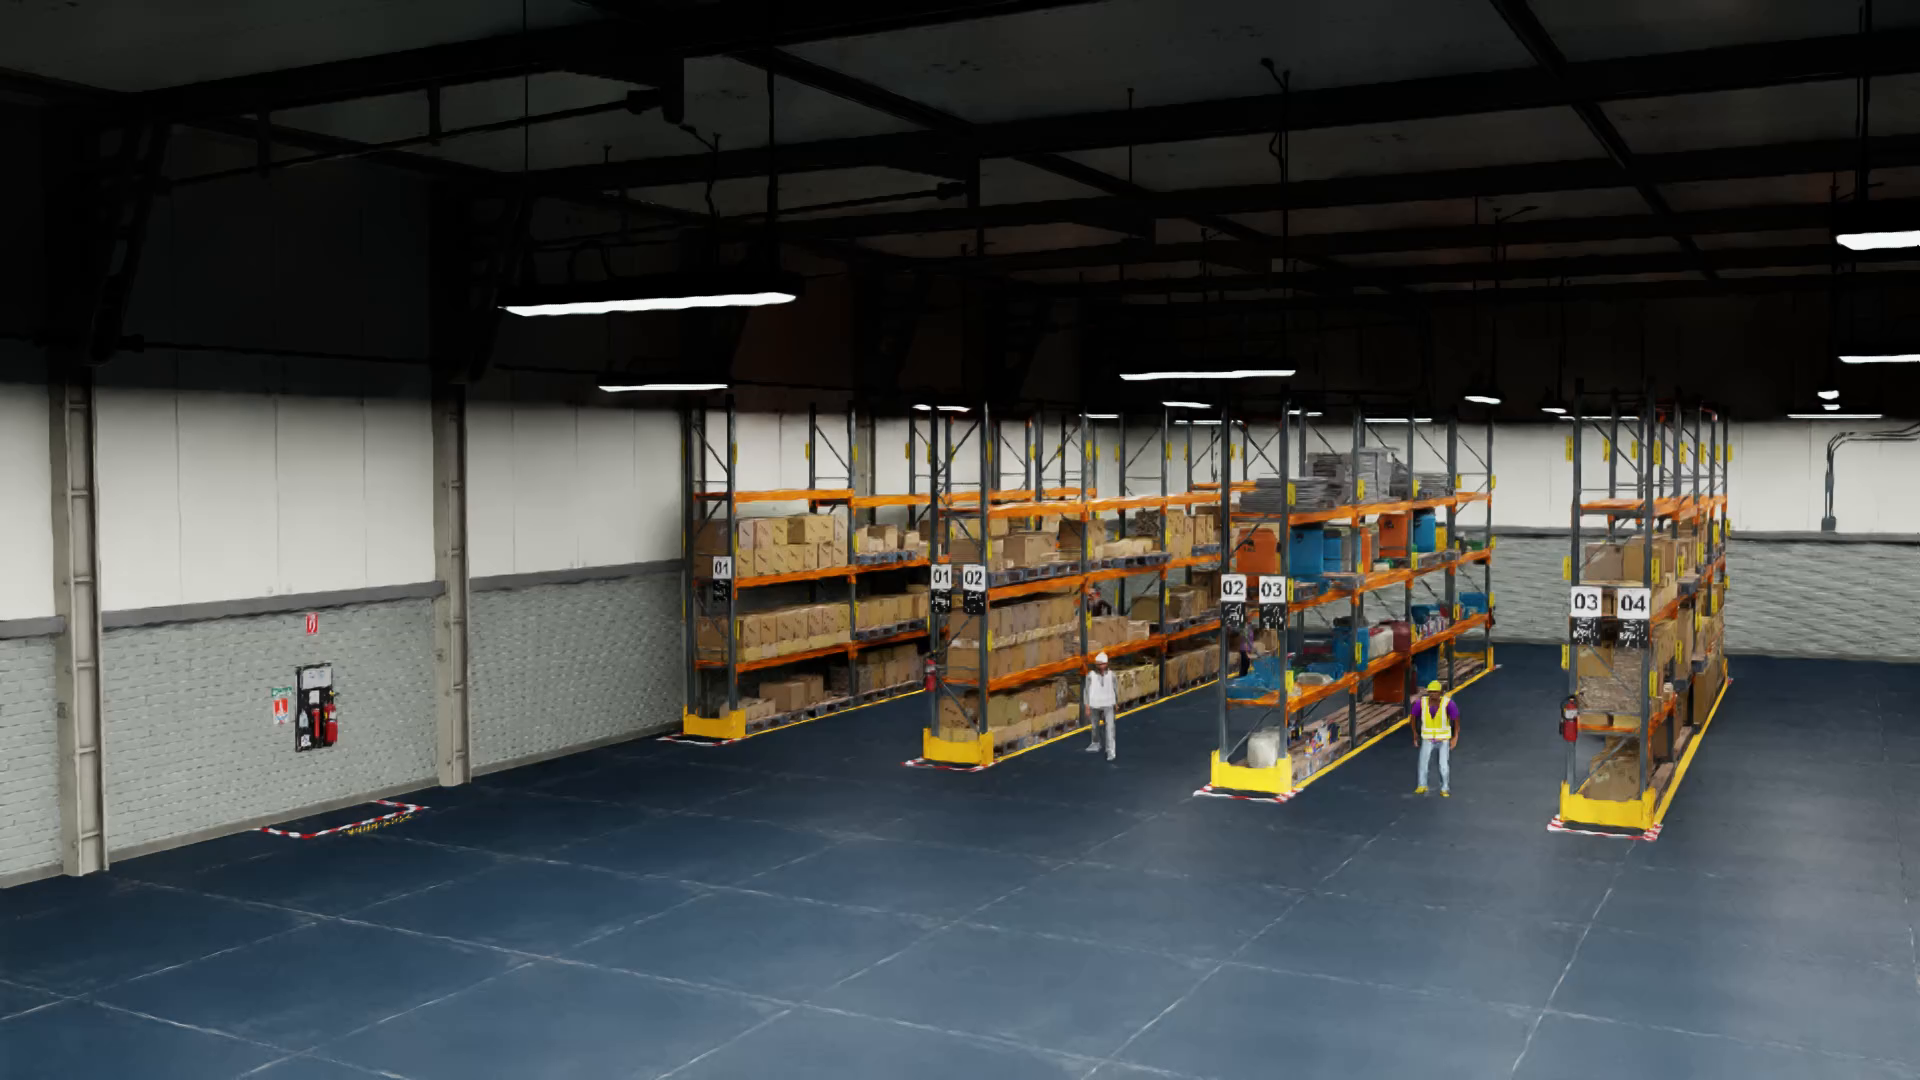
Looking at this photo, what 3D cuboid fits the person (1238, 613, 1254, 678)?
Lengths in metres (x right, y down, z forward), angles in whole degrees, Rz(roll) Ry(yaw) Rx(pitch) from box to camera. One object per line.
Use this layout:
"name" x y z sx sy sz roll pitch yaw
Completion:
"person" 6.056 2.335 35.151 0.347 1.600 0.532 0 3 7

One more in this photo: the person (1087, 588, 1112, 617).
"person" 3.282 2.019 40.623 0.718 1.704 0.845 2 4 33

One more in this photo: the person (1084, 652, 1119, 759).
"person" 2.325 2.707 27.380 0.574 1.731 0.954 0 3 5

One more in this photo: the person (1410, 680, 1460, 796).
"person" 6.901 2.879 24.189 0.719 1.714 0.578 1 3 26
